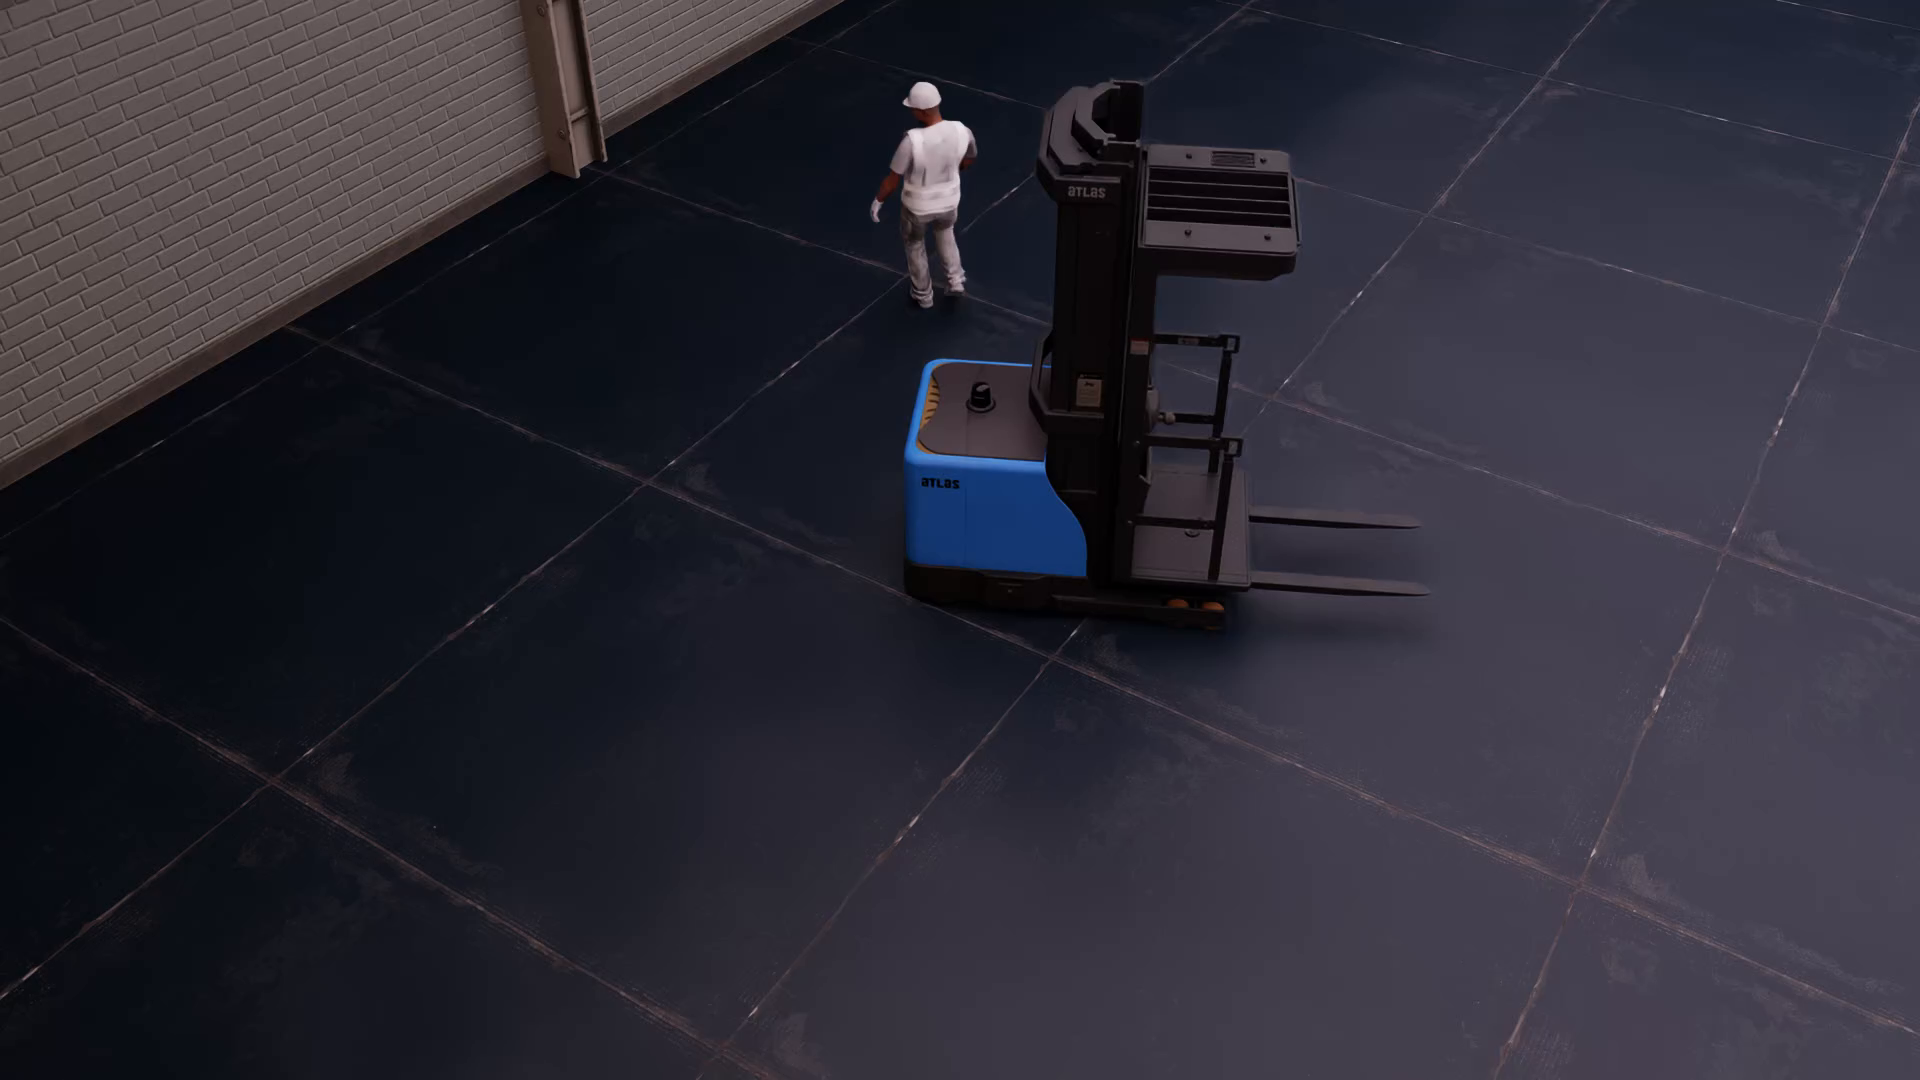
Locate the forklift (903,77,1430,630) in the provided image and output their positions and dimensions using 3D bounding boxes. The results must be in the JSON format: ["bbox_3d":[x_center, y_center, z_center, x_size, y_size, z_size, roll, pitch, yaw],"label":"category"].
[{"bbox_3d":[1.226,-0.965,9.106,3.031,2.935,1.130,4,40,5],"label":"forklift"}]

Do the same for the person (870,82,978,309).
[{"bbox_3d":[-0.265,-2.420,11.740,0.802,1.746,0.492,-13,42,-15],"label":"person"}]
